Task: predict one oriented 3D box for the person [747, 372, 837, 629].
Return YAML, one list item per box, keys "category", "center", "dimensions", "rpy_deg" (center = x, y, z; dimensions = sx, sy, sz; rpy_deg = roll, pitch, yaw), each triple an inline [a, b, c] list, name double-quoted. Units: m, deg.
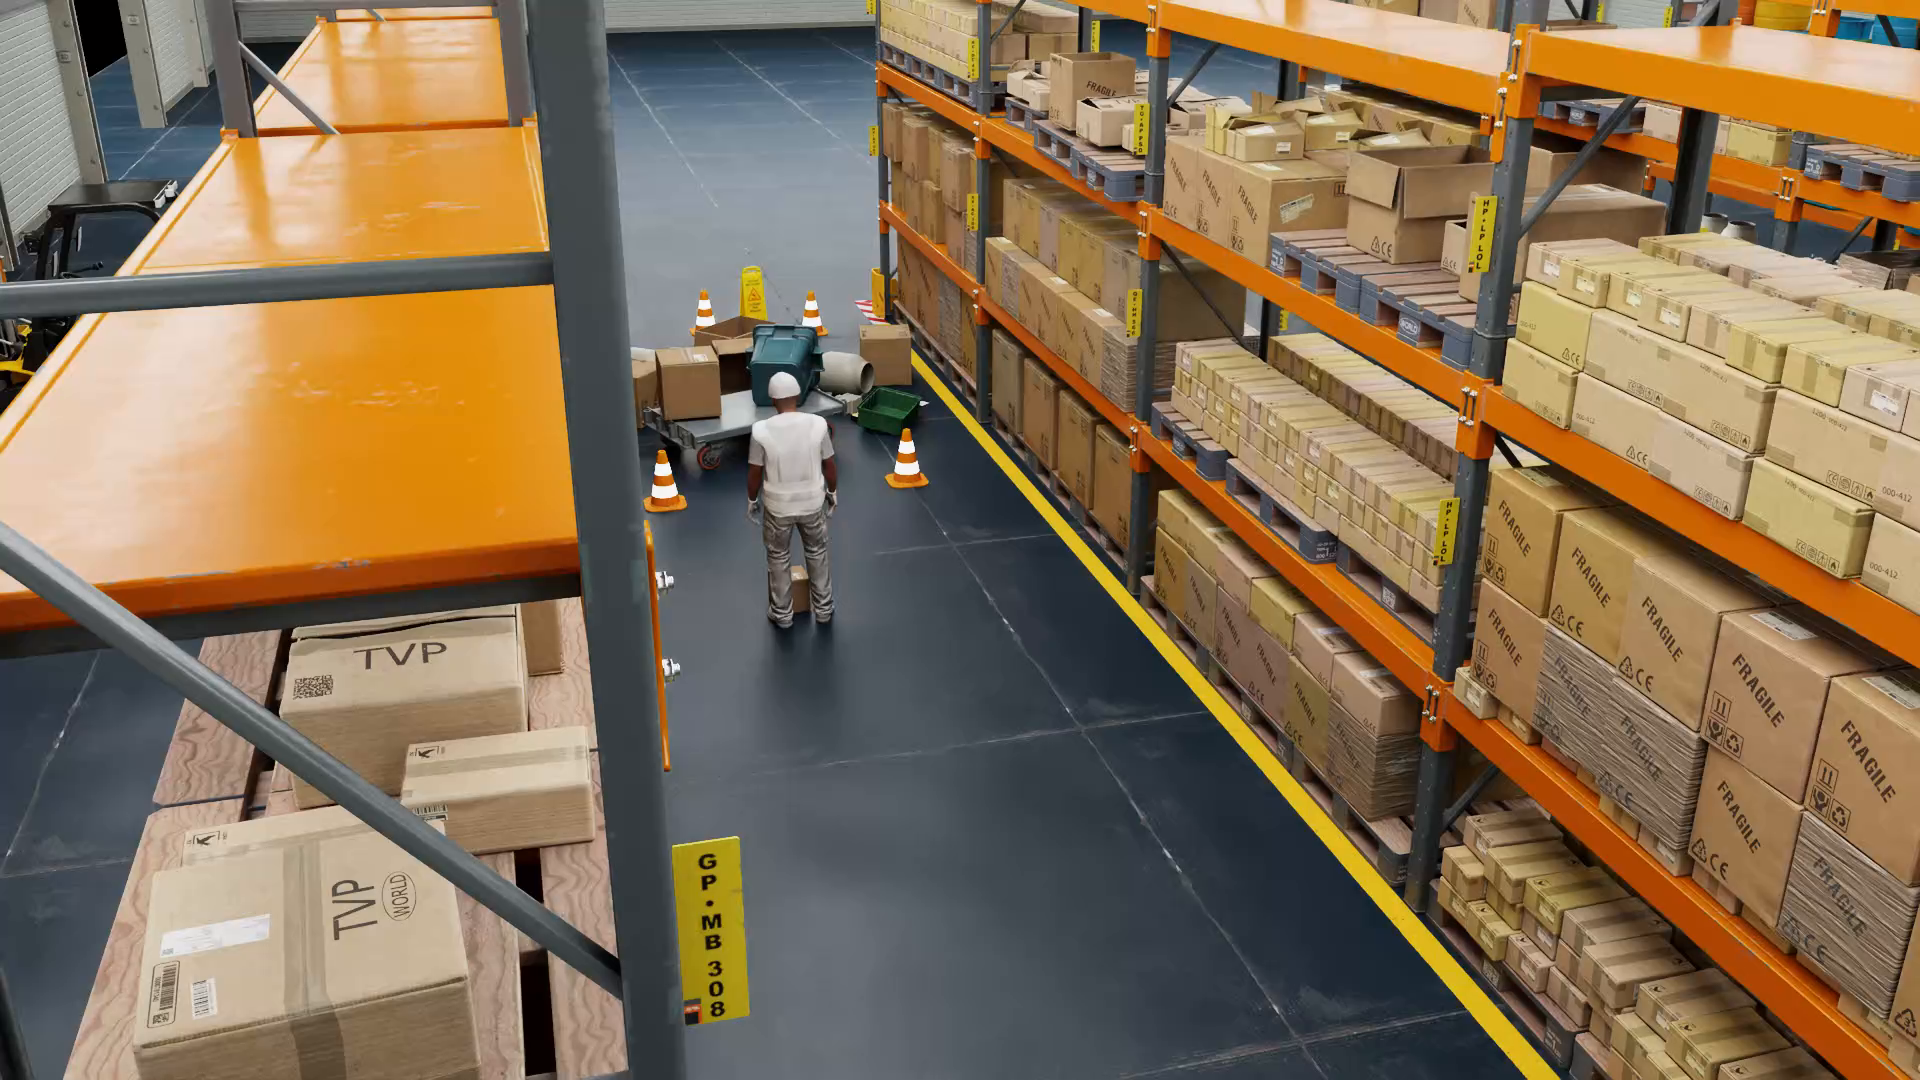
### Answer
- category: "person"
  center: [-1.131, -0.264, 11.283]
  dimensions: [0.619, 1.775, 0.446]
  rpy_deg: [-6, 23, -14]
